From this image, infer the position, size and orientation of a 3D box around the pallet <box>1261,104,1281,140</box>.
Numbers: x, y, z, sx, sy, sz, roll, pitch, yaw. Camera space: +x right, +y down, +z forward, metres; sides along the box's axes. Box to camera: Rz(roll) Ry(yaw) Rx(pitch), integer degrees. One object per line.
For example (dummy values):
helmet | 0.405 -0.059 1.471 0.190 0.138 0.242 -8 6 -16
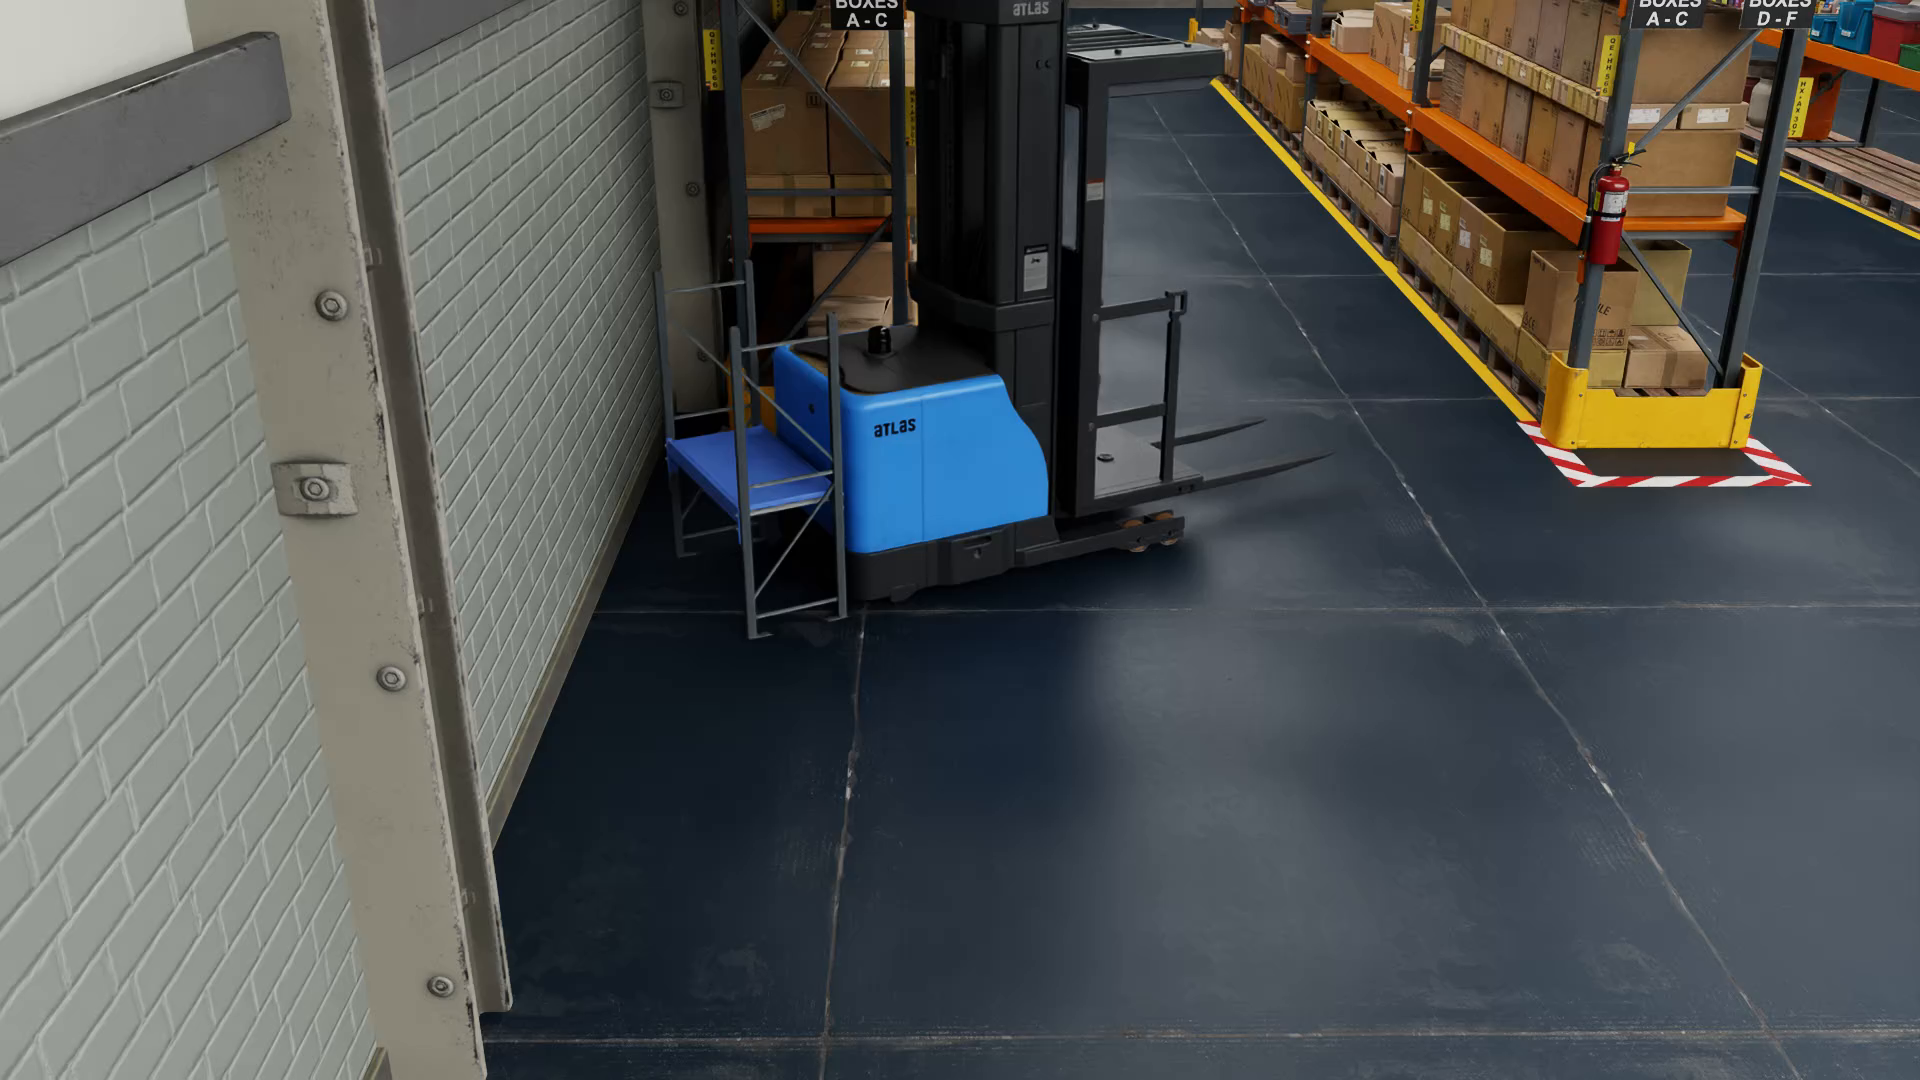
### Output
pallet | 4.081 -4.830 19.174 1.003 0.211 1.213 0 24 -1

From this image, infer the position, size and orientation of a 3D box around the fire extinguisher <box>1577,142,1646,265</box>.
fire extinguisher | 3.686 -1.909 9.425 0.296 0.674 0.183 0 24 -1

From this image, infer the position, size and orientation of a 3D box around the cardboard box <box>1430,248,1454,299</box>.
cardboard box | 3.808 -1.977 12.309 0.500 0.250 0.500 0 24 -1

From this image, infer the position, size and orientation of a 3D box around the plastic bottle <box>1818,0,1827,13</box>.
plastic bottle | 9.370 -5.780 18.032 0.061 0.283 0.133 0 24 -1

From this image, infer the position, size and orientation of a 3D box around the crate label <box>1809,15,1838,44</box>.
crate label | 8.645 -5.061 16.503 0.303 0.233 0.416 0 24 -1

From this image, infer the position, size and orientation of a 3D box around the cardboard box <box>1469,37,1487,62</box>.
cardboard box | 3.927 -3.555 12.062 0.380 0.149 0.250 0 24 -1

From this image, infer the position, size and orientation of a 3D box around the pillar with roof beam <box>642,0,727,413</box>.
pillar with roof beam | 2.628 -5.009 8.904 9.100 9.000 0.400 0 24 -1

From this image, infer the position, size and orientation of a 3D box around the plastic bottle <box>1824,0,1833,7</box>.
plastic bottle | 9.294 -5.672 17.807 0.097 0.271 0.097 0 24 0

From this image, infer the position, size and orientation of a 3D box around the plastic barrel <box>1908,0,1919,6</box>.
plastic barrel | 9.240 -4.940 15.898 0.421 0.512 0.421 0 24 0

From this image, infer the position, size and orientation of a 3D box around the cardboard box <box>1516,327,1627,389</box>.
cardboard box | 3.848 -1.153 10.487 0.500 0.250 0.500 0 24 -1

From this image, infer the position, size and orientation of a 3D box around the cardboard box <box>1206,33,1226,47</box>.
cardboard box | 3.708 -6.898 23.166 0.500 0.250 0.500 0 24 -1

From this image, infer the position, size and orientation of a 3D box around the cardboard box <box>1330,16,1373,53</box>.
cardboard box | 3.878 -4.882 16.012 0.500 0.311 0.500 -1 24 -1

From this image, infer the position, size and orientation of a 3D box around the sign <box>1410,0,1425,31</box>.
sign | 3.563 -4.128 12.929 0.100 0.325 0.005 0 24 -1

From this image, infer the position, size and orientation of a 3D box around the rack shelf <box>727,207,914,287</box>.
rack shelf | -0.826 -2.468 11.439 1.077 0.370 4.000 0 24 -1

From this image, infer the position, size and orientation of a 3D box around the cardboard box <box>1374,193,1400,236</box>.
cardboard box | 3.811 -2.751 14.021 0.500 0.250 0.500 0 24 -1

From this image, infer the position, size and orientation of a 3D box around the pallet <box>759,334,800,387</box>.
pallet | -0.778 -1.067 10.853 1.003 0.211 1.213 0 24 -1

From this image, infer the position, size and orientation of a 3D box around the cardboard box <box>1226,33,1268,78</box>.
cardboard box | 3.729 -6.235 21.395 0.500 0.500 0.500 0 24 -1

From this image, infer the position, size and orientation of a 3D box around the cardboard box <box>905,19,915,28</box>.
cardboard box | -0.522 -3.503 12.103 0.500 0.500 0.500 0 24 -1

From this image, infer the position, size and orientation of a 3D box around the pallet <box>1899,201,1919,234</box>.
pallet | 9.011 -2.717 14.501 1.003 0.211 1.213 0 24 -1

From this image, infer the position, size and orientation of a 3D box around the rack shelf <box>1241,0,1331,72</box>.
rack shelf | 4.040 -5.788 18.781 1.077 0.370 4.000 0 24 -1

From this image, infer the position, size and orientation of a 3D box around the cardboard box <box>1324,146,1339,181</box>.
cardboard box | 3.792 -3.592 15.879 0.500 0.250 0.500 -1 24 -2

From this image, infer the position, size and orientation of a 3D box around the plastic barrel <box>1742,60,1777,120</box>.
plastic barrel | 8.980 -5.072 18.741 0.600 0.588 0.708 0 24 -1

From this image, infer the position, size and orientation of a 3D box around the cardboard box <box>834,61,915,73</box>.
cardboard box | -0.504 -2.656 10.229 0.500 0.500 0.500 0 24 0

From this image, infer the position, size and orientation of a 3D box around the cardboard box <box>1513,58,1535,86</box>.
cardboard box | 3.936 -3.132 11.127 0.380 0.149 0.250 -1 24 -1

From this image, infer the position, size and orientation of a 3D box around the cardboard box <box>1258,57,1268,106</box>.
cardboard box | 3.795 -5.375 19.495 0.500 0.500 0.500 0 24 0

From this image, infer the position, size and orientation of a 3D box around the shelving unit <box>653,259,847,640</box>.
shelving unit | -1.004 -0.456 7.938 0.538 1.500 1.048 -12 27 -25

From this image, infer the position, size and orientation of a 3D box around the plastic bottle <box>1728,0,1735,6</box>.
plastic bottle | 8.612 -5.991 18.417 0.144 0.351 0.185 0 24 -1

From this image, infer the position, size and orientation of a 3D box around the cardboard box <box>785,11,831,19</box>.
cardboard box | -1.051 -3.707 12.555 0.500 0.500 0.500 -1 24 -2

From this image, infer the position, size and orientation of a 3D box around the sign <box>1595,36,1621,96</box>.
sign | 3.607 -2.634 9.241 0.100 0.325 0.005 0 24 -1

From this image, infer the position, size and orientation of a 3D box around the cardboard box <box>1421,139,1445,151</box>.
cardboard box | 4.343 -3.428 14.837 0.500 0.311 0.500 -1 24 -2

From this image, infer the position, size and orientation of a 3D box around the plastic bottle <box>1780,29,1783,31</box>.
plastic bottle | 8.584 -5.424 17.244 0.061 0.283 0.133 0 24 -1

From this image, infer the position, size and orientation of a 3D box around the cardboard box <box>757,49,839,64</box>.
cardboard box | -1.027 -2.868 10.698 0.500 0.500 0.500 -1 24 -2

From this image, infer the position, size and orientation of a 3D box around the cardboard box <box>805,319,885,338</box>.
cardboard box | -0.722 -1.232 10.563 0.500 0.311 0.500 -3 25 -7

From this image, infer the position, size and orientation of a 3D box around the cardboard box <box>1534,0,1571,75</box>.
cardboard box | 4.139 -3.270 10.645 0.700 0.500 0.500 0 24 0

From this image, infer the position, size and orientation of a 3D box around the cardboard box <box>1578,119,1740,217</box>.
cardboard box | 4.157 -2.233 9.926 0.700 0.500 0.500 0 24 -1

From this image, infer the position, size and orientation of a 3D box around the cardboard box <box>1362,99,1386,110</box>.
cardboard box | 4.314 -4.271 16.700 0.500 0.311 0.500 0 24 1

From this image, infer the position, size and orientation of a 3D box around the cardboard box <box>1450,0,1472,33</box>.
cardboard box | 4.117 -4.097 12.474 0.700 0.500 0.500 0 24 0

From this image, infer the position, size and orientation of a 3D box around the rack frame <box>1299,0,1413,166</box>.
rack frame | 4.062 -5.292 16.810 1.000 3.000 0.127 0 24 -1

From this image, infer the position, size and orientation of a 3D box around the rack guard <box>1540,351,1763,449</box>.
rack guard | 4.150 -0.846 10.015 1.175 0.500 0.348 0 24 -1

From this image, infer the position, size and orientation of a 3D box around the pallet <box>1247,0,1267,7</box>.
pallet | 3.918 -6.523 19.765 1.003 0.211 1.213 0 24 -1

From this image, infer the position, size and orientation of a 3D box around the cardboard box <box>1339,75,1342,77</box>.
cardboard box | 4.331 -4.964 18.586 0.500 0.500 0.500 -1 24 -1

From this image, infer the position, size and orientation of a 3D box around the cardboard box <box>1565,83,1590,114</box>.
cardboard box | 3.947 -2.706 10.185 0.380 0.149 0.250 -1 24 -1

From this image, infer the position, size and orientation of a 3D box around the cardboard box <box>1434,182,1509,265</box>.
cardboard box | 3.809 -2.319 12.155 0.500 0.500 0.500 0 24 -1

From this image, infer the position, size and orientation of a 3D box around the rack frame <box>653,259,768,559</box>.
rack frame | -1.241 -0.641 8.347 0.500 1.500 0.032 -12 27 -25

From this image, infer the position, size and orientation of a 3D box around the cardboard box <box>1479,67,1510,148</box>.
cardboard box | 4.131 -3.082 11.803 0.700 0.500 0.500 0 24 0

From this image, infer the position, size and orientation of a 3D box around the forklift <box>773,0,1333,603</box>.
forklift | 0.596 -1.449 8.397 3.031 2.935 1.130 -12 27 -25

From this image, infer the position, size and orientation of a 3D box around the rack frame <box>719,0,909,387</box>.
rack frame | -0.804 -1.971 9.469 1.000 3.000 0.127 0 24 -1

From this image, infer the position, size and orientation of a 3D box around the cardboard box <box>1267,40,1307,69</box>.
cardboard box | 3.797 -5.524 18.913 0.500 0.250 0.500 -1 24 -2

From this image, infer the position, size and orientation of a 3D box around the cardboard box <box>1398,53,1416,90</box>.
cardboard box | 3.912 -3.944 13.993 0.396 0.266 0.258 -1 24 -2

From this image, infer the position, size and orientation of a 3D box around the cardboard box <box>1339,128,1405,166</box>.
cardboard box | 3.798 -3.630 15.283 0.500 0.311 0.500 -1 24 -1

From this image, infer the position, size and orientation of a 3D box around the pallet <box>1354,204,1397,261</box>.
pallet | 4.059 -2.676 14.411 1.003 0.211 1.213 0 24 -1
